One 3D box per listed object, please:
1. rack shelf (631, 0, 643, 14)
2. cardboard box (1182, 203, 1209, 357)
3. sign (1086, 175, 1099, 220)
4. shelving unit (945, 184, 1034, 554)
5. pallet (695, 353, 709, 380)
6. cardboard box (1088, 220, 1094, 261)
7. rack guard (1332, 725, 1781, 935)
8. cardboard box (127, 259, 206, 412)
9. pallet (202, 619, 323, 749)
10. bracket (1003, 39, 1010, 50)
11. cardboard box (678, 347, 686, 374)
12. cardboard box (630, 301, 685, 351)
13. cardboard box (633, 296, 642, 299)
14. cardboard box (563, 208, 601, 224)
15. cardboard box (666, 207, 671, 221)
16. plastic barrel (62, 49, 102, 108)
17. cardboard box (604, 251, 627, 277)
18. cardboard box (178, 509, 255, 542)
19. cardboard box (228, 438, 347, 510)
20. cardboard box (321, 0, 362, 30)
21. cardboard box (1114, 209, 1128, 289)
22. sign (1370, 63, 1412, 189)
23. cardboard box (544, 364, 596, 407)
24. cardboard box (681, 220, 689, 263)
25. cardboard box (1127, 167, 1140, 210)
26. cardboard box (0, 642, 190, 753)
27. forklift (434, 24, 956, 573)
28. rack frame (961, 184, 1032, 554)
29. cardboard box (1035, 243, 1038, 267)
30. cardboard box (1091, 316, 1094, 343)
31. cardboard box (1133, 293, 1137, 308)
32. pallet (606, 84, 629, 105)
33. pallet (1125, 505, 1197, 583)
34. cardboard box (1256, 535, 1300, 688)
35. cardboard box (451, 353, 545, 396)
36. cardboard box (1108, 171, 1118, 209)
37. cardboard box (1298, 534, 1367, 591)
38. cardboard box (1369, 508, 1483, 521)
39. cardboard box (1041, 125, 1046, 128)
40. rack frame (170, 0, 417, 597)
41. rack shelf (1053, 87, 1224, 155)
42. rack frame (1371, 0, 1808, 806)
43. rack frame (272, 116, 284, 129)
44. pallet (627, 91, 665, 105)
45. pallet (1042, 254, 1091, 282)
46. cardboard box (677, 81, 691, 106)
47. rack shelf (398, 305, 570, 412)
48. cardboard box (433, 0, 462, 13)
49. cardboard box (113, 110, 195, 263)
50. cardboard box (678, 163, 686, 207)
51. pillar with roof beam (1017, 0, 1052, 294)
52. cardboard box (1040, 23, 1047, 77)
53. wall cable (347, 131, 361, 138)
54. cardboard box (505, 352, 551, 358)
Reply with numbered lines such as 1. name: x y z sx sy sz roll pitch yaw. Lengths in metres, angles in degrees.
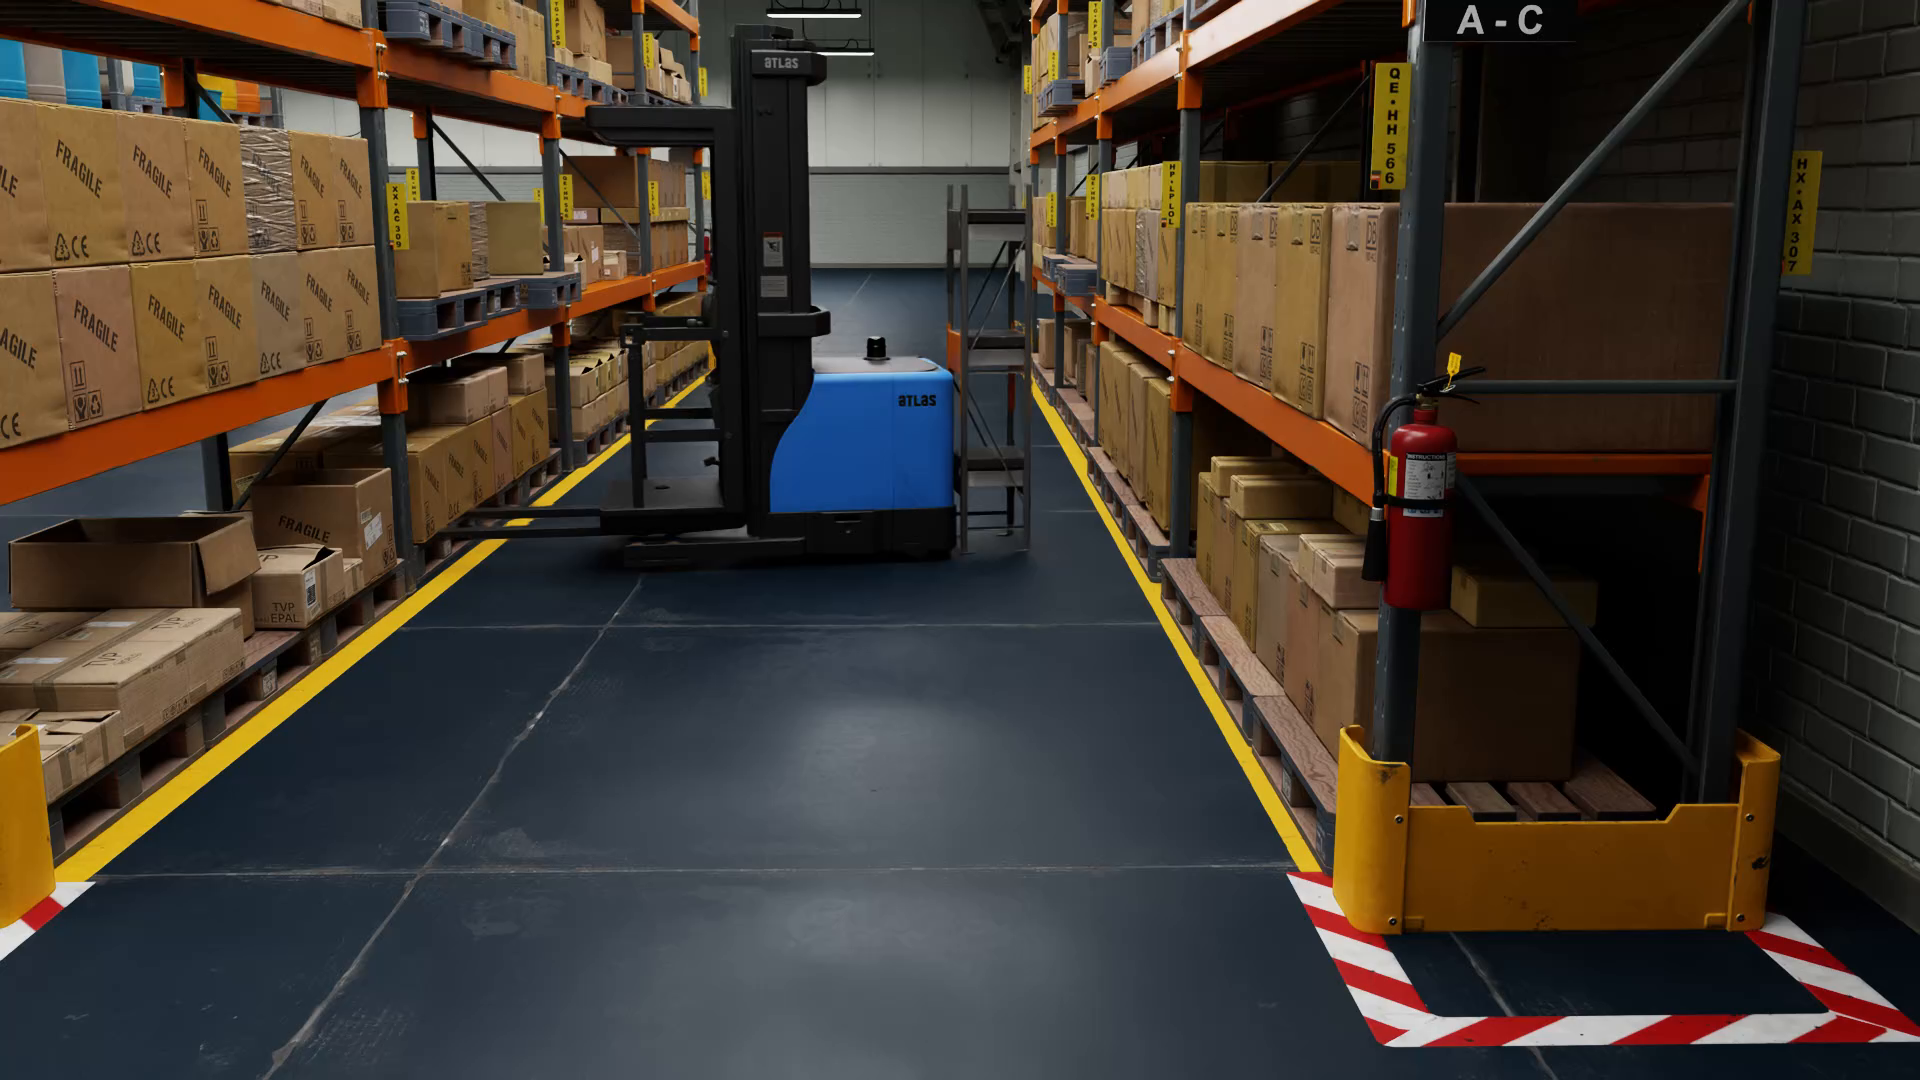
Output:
1. rack shelf: -3.472 -4.769 13.748 1.077 0.370 4.000 0 11 -1
2. cardboard box: 1.599 -1.245 7.897 0.980 0.700 0.700 0 11 0
3. sign: 0.979 -2.525 12.250 0.100 0.325 0.005 0 11 -1
4. shelving unit: 0.165 -1.002 9.715 0.431 2.100 0.503 -2 12 -9
5. pallet: -3.538 -2.052 19.641 1.003 0.211 1.213 0 11 -1
6. cardboard box: 1.454 -2.607 14.005 0.700 0.500 0.500 0 11 -1
7. rack guard: 1.688 0.819 4.764 1.175 0.500 0.348 0 11 -1
8. cardboard box: -3.034 -0.730 5.863 0.500 0.500 0.500 0 11 -1
9. pallet: -3.307 0.562 6.760 1.003 0.211 1.213 0 11 -1
10. bracket: 1.323 -13.527 45.050 0.076 0.066 4.783 0 11 -1
11. cardboard box: -3.230 -1.925 17.865 0.500 0.250 0.500 0 11 -1
12. cardboard box: -3.231 -2.293 17.791 0.500 0.500 0.500 0 11 -1
13. cardboard box: -3.772 -2.490 18.760 0.500 0.500 0.500 0 11 -1
14. cardboard box: -3.733 -3.195 16.381 0.380 0.149 0.250 0 11 -1
15. cardboard box: -3.363 -3.554 18.148 0.380 0.149 0.250 0 11 -2
16. plastic barrel: -8.238 -4.371 15.254 0.600 0.901 0.708 0 11 -1
17. cardboard box: -3.460 -2.604 15.726 0.500 0.250 0.500 0 11 2
18. cardboard box: -3.556 0.002 8.162 0.500 0.311 0.500 0 11 -1
19. cardboard box: -3.645 -0.272 9.037 0.500 0.500 0.500 0 11 -1
20. cardboard box: -3.072 -2.486 7.600 0.500 0.250 0.500 0 11 -1
21. cardboard box: 1.287 -1.905 10.855 0.500 0.500 0.500 0 11 -1
22. sign: 1.144 -1.095 4.403 0.100 0.325 0.005 0 11 -1
23. cardboard box: -3.148 -1.218 12.969 0.500 0.311 0.500 0 11 1
24. cardboard box: -3.599 -3.526 19.645 0.700 0.500 0.500 0 11 -1
25. cardboard box: 1.316 -2.174 10.295 0.500 0.250 0.500 0 11 -2
26. cardboard box: -3.003 0.534 5.693 0.500 0.250 0.500 0 11 -1
27. forklift: -1.587 -1.369 9.437 3.031 2.935 1.130 -2 12 -9
28. rack frame: 0.206 -0.954 9.479 0.400 2.100 0.015 -2 12 -9
29. cardboard box: 1.087 -3.124 18.242 0.500 0.250 0.500 0 11 -1
30. cardboard box: 1.484 -1.920 15.275 0.500 0.250 0.500 0 11 -2
31. cardboard box: 1.357 -1.617 11.066 0.380 0.149 0.250 0 11 0
32. pallet: -3.482 -3.976 15.050 0.805 0.209 1.217 -1 11 -3
33. pallet: 1.513 0.008 9.490 1.003 0.211 1.213 0 11 -1
34. cardboard box: 1.551 0.270 6.413 0.700 0.500 0.500 -1 11 -3
35. cardboard box: -3.171 -1.142 11.437 0.500 0.250 0.500 0 11 1
36. cardboard box: 1.285 -2.375 11.285 0.500 0.250 0.500 0 11 -2
37. cardboard box: 1.382 0.076 5.738 0.380 0.149 0.250 0 11 0
38. cardboard box: 1.753 -0.025 6.238 0.380 0.149 0.250 0 11 0
39. cardboard box: 1.136 -4.736 18.013 0.500 0.500 0.500 0 11 2
40. rack frame: -3.348 -1.185 8.354 1.000 3.000 0.127 0 11 -1
41. rack shelf: 1.480 -3.516 14.111 1.077 0.370 4.000 0 11 -1
42. rack frame: 1.687 -0.411 4.539 1.000 3.000 0.127 0 11 -1
43. rack frame: -8.548 -3.550 20.016 1.000 3.000 0.127 0 11 -1
44. pallet: -3.557 -4.371 16.739 1.003 0.211 1.213 0 11 -1
45. pallet: 1.310 -2.550 15.564 1.003 0.211 1.213 0 11 -1
46. cardboard box: -3.309 -5.013 18.650 0.500 0.250 0.500 0 11 -1
47. rack shelf: -3.389 -1.230 10.386 1.077 0.370 4.000 0 11 -1
48. cardboard box: -3.315 -3.324 9.796 0.600 0.600 0.600 -1 11 -3
49. cardboard box: -3.035 -1.221 5.768 0.500 0.500 0.500 0 11 0
50. cardboard box: -3.598 -4.152 19.464 0.700 0.500 0.500 0 11 -1
51. pillar with roof beam: -2.440 -9.956 36.501 9.100 9.000 0.548 0 11 -1
52. cardboard box: 1.115 -5.126 17.421 0.500 0.500 0.500 -1 11 -3
53. wall cable: -19.124 -14.523 50.460 2.305 6.003 0.169 0 11 -1
54. cardboard box: -3.713 -1.420 13.962 0.500 0.311 0.500 0 11 -2
